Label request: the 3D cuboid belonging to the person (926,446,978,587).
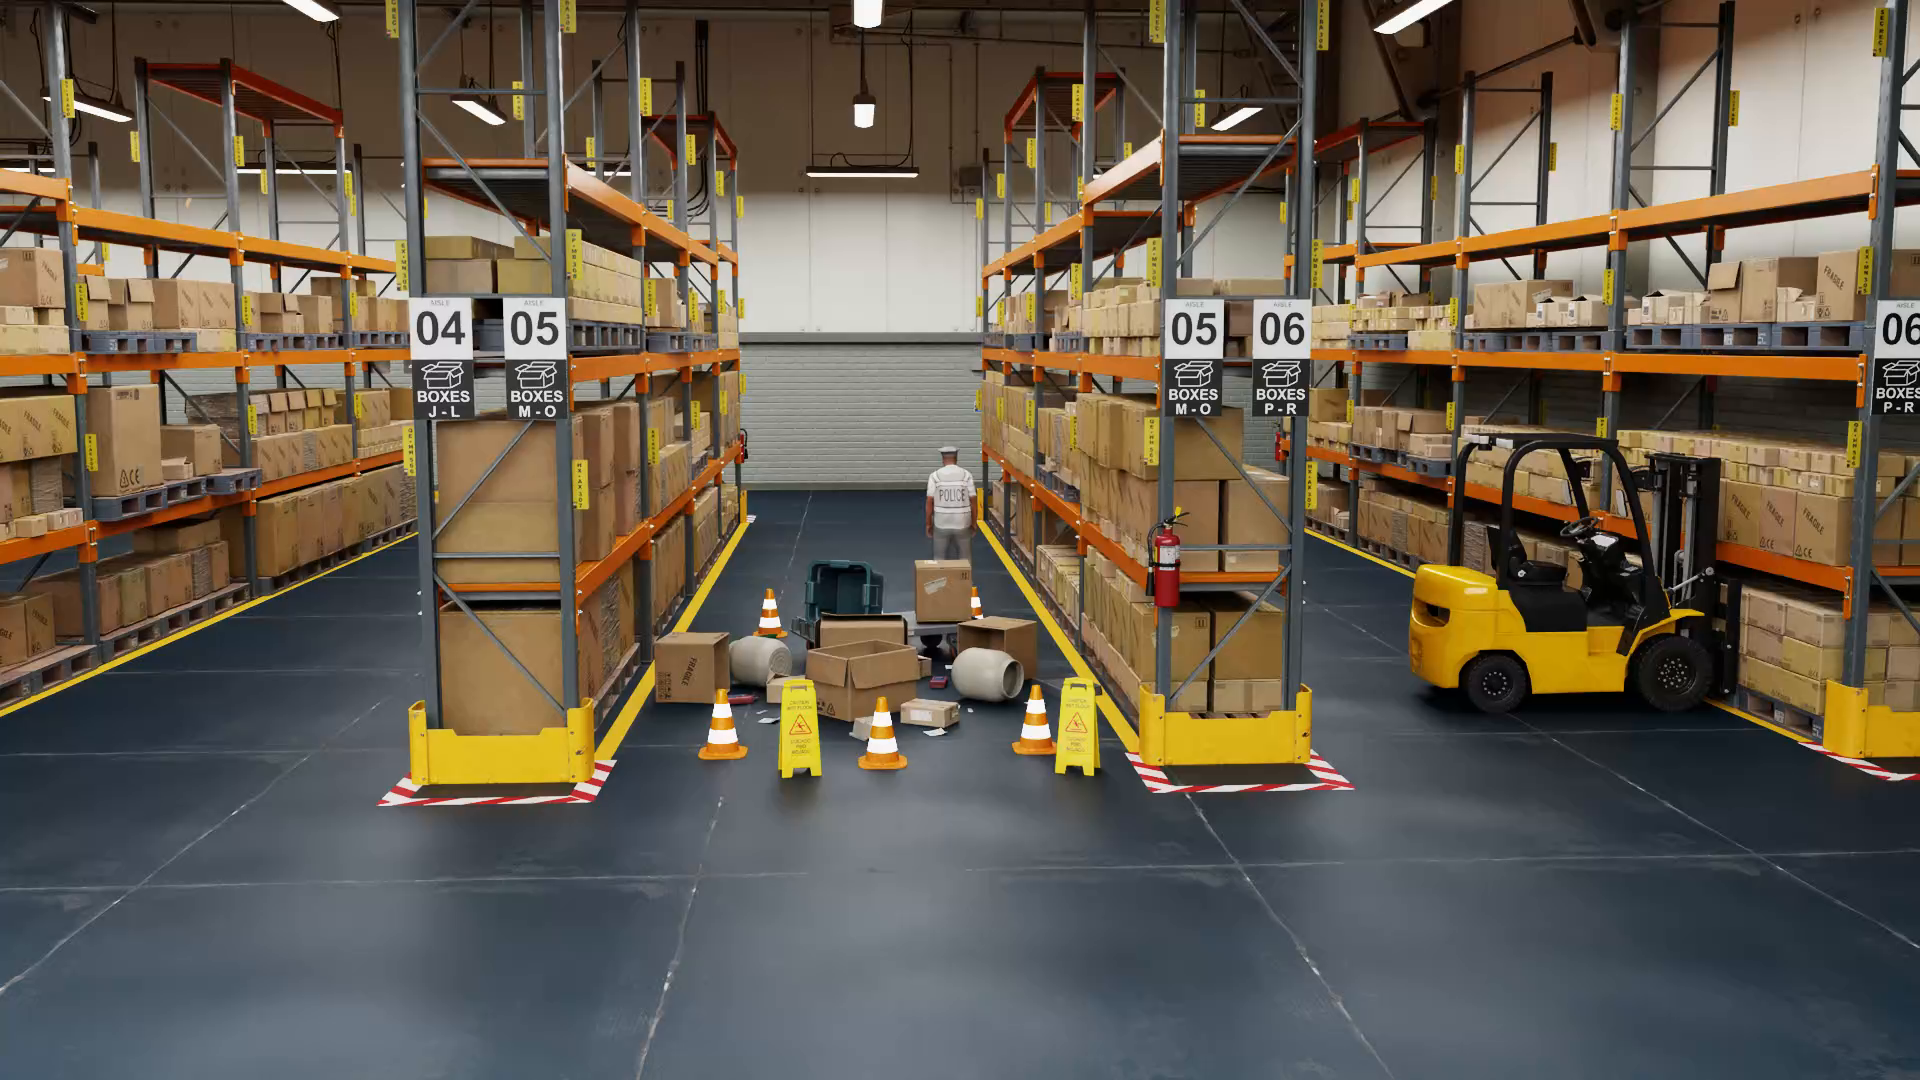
[{"bbox_3d":[-0.091,-0.166,18.598,0.585,1.748,0.433,0,7,-4],"label":"person"}]
